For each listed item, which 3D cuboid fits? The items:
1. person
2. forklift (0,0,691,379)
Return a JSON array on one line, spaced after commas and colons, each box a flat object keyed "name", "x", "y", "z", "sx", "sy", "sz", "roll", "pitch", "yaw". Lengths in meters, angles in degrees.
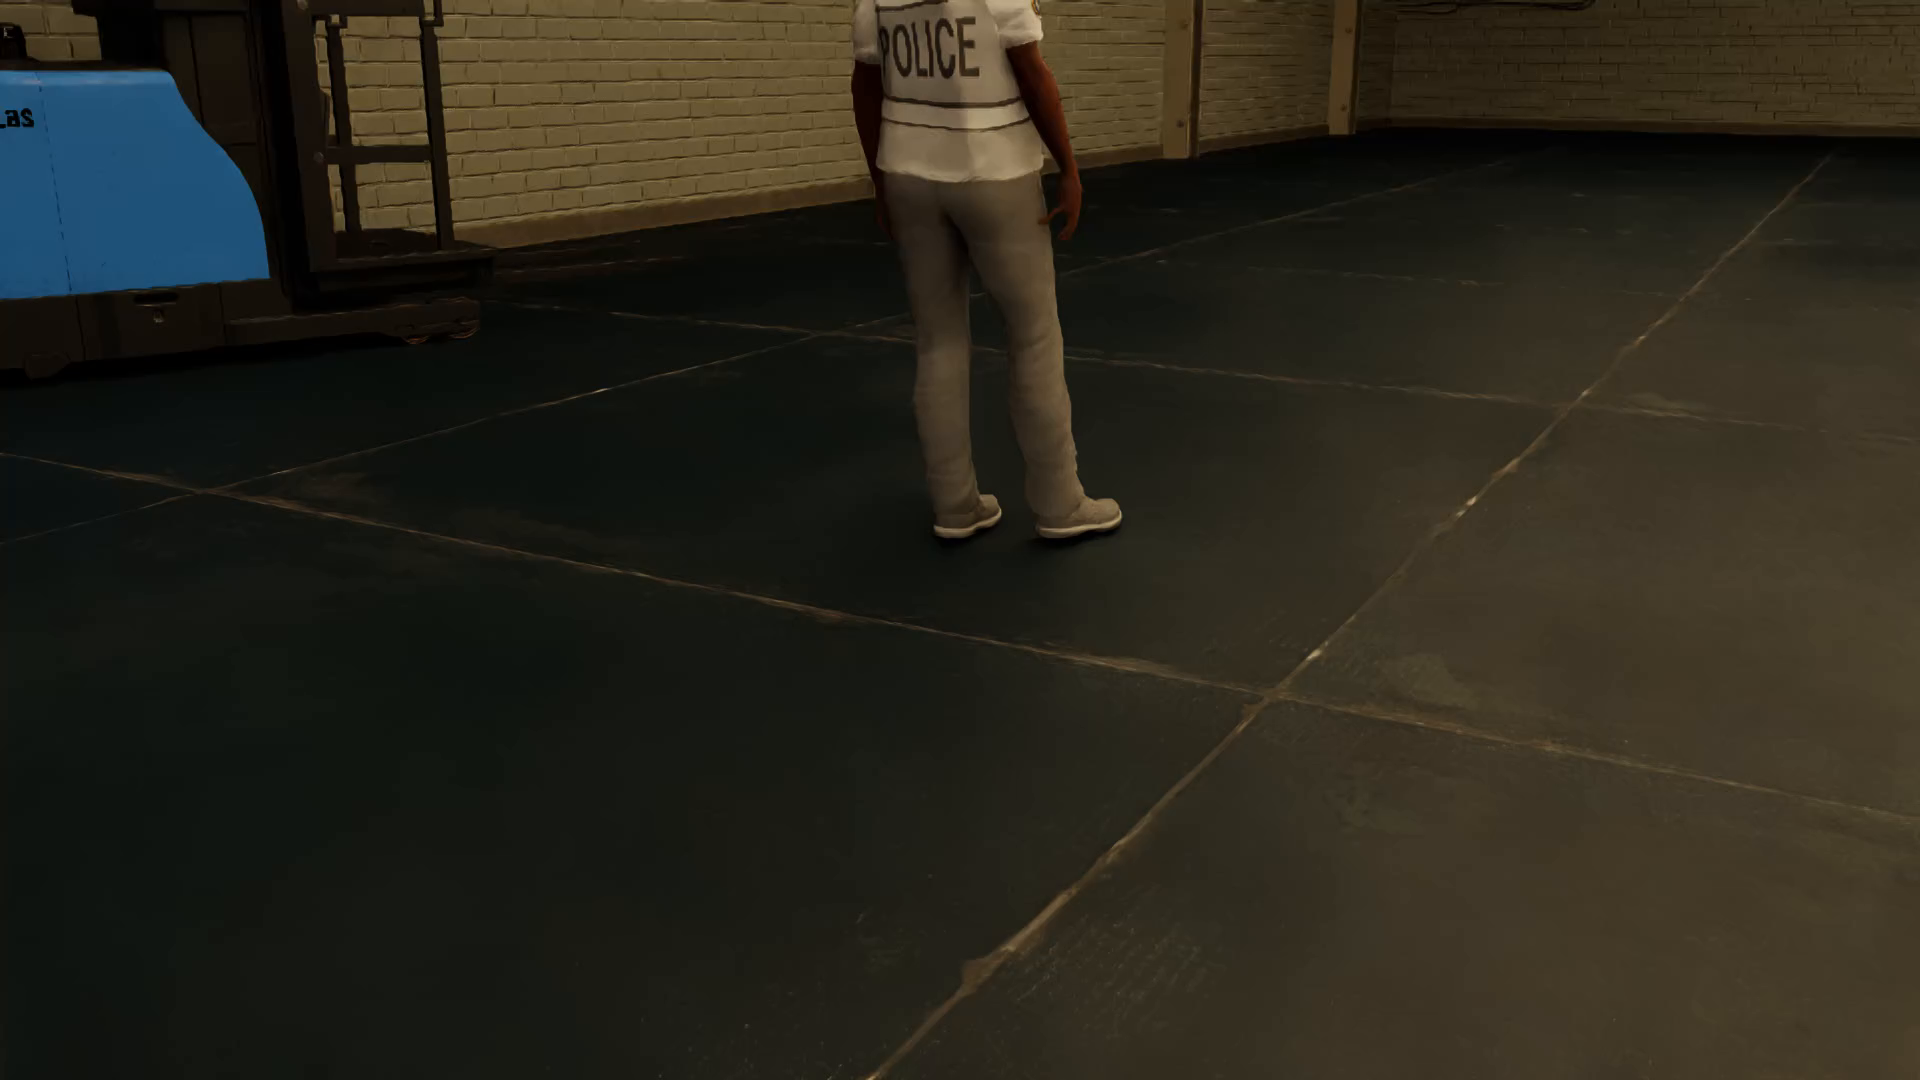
[{"name": "person", "x": 0.054, "y": -0.836, "z": 3.852, "sx": 0.570, "sy": 1.695, "sz": 0.529, "roll": 9, "pitch": 19, "yaw": 28}, {"name": "forklift", "x": -2.614, "y": -2.299, "z": 6.658, "sx": 3.031, "sy": 2.935, "sz": 1.130, "roll": -14, "pitch": 21, "yaw": -39}]
